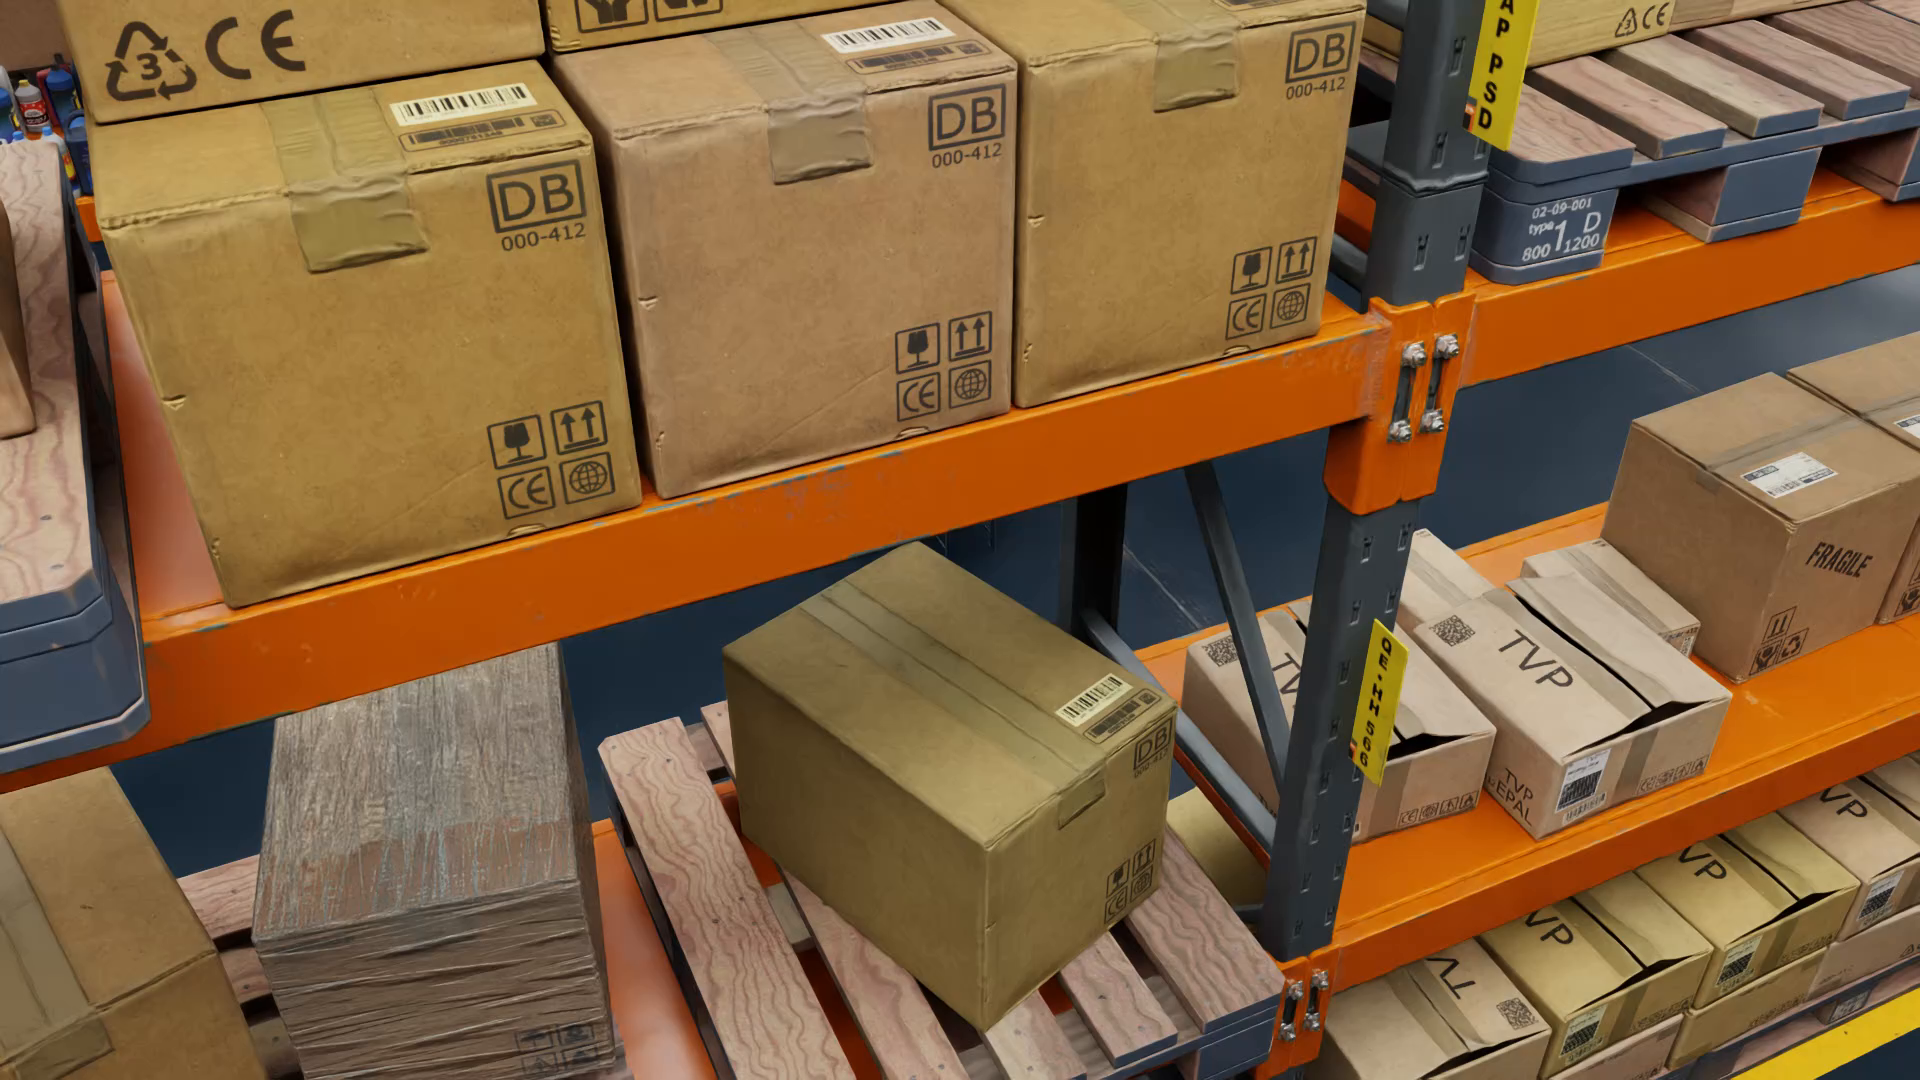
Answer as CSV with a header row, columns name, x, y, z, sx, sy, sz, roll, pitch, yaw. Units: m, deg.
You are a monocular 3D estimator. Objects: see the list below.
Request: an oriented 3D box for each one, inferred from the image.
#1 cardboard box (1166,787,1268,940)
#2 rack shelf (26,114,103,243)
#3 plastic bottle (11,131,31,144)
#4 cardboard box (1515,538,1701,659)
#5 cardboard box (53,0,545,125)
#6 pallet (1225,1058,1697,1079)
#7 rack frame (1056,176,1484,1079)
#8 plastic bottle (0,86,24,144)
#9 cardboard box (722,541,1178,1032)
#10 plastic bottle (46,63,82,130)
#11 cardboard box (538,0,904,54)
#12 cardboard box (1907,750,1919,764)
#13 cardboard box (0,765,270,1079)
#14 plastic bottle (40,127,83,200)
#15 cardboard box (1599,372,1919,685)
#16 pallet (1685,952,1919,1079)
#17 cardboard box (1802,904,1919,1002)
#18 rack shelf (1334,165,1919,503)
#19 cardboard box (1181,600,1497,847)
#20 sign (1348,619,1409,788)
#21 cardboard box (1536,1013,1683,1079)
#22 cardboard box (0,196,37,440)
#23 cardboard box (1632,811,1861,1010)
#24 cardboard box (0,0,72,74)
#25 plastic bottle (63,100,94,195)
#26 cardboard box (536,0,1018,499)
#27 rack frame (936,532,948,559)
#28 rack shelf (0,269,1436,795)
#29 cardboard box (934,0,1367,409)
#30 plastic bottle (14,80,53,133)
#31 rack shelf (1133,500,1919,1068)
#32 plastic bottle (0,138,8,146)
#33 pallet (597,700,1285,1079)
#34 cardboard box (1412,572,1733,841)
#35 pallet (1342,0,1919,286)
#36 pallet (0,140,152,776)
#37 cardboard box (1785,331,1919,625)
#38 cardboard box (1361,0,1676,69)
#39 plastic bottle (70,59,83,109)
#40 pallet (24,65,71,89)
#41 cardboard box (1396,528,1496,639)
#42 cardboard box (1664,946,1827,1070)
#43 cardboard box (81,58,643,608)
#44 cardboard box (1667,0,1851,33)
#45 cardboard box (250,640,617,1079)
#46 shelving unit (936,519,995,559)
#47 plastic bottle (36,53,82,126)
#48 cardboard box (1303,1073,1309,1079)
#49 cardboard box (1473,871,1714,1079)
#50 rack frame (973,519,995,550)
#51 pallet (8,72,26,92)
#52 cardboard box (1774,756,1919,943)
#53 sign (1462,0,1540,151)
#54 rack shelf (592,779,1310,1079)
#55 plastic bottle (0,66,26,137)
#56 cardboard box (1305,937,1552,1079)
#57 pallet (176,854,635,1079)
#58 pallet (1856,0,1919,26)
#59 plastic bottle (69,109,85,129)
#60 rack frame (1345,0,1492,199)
name,x,y,z,sx,sy,sz,roll,pitch,yaw
cardboard box,0.865,0.878,4.533,0.500,0.311,0.500,-15,39,-19
rack shelf,-3.416,-1.444,6.783,4.000,0.370,1.077,-16,39,-20
plastic bottle,-3.481,-1.395,6.220,0.097,0.271,0.097,0,37,0
cardboard box,1.626,0.181,4.199,0.250,0.149,0.380,-13,38,-17
cardboard box,-0.825,-0.848,1.935,0.500,0.500,0.500,-16,39,-20
pallet,1.257,1.365,4.732,1.213,0.211,1.003,-16,39,-20
rack frame,0.496,0.433,3.649,0.127,3.000,1.000,-16,39,-20
plastic bottle,-3.818,-1.700,6.632,0.097,0.271,0.097,0,37,0
cardboard box,-0.027,0.444,3.197,0.500,0.500,0.700,-30,46,-34
plastic bottle,-3.648,-1.807,6.777,0.097,0.271,0.097,0,37,0
cardboard box,-0.364,-0.978,2.109,0.500,0.500,0.500,-16,39,-20
cardboard box,2.951,0.648,4.843,0.500,0.311,0.500,-16,39,-20
cardboard box,-1.552,0.756,2.776,0.500,0.500,0.700,-26,44,-31
plastic bottle,-3.393,-1.419,6.254,0.097,0.271,0.097,0,37,0
cardboard box,2.008,-0.041,4.203,0.500,0.500,0.500,-18,40,-22
pallet,2.360,1.059,5.145,1.213,0.211,1.003,-16,39,-20
cardboard box,2.482,1.002,4.836,0.500,0.250,0.500,-15,39,-19
rack shelf,2.306,-0.989,3.652,4.000,0.370,1.077,-16,39,-20
cardboard box,0.844,0.400,3.767,0.500,0.311,0.500,-13,39,-17
sign,0.735,0.290,2.936,0.005,0.325,0.100,-16,39,-20
cardboard box,1.549,1.267,4.480,0.500,0.250,0.500,-17,40,-21
cardboard box,-1.432,-0.435,1.781,0.600,0.600,0.600,-17,40,-22
cardboard box,2.029,0.904,4.498,0.500,0.311,0.500,-17,40,-21
cardboard box,-5.952,-3.613,10.534,0.875,0.875,1.225,-17,40,-21
plastic bottle,-3.275,-1.499,6.295,0.185,0.351,0.144,-16,39,-20
cardboard box,-0.347,-0.554,2.378,0.500,0.500,0.910,-16,39,-20
rack frame,-0.099,-0.334,6.444,0.006,0.900,0.240,-16,39,-20
rack shelf,-1.315,0.023,2.287,4.000,0.370,1.077,-16,39,-20
cardboard box,0.115,-0.683,2.552,0.500,0.500,0.910,-16,39,-20
plastic bottle,-3.795,-1.778,6.796,0.097,0.201,0.097,0,37,0
rack shelf,2.306,0.216,4.545,4.000,0.370,1.077,-16,39,-20
plastic bottle,-3.597,-1.382,6.199,0.135,0.276,0.152,-16,39,-20
pallet,-0.088,0.719,3.423,1.003,0.211,1.213,-16,39,-20
cardboard box,1.388,0.347,3.839,0.500,0.311,0.500,-16,39,-20
pallet,1.072,-0.916,3.108,1.003,0.211,1.213,-14,39,-18
pallet,-1.568,-0.075,1.974,1.003,0.211,1.213,-16,39,-20
cardboard box,2.484,-0.174,4.383,0.500,0.500,0.500,-16,39,-20
cardboard box,0.882,-1.026,2.870,0.500,0.250,0.500,-19,40,-23
plastic bottle,-3.536,-1.895,6.828,0.185,0.351,0.144,-16,39,-20
pallet,-5.559,-3.325,11.056,1.213,0.211,1.003,-16,39,-20
cardboard box,1.192,0.157,4.231,0.250,0.149,0.380,-16,39,-20
cardboard box,2.017,1.132,4.662,0.500,0.250,0.500,-17,40,-21
cardboard box,-0.817,-0.423,2.200,0.500,0.500,0.910,-16,39,-20
cardboard box,1.349,-1.168,3.062,0.500,0.250,0.500,-15,39,-19
cardboard box,-0.936,0.573,3.023,0.500,0.500,0.700,-9,37,-11
shelving unit,-0.007,-0.359,6.479,0.210,0.900,0.258,-16,39,-20
plastic bottle,-3.698,-1.850,6.824,0.133,0.283,0.061,-16,39,-20
cardboard box,1.095,1.394,4.308,0.500,0.250,0.500,-16,39,-20
cardboard box,1.567,1.032,4.326,0.500,0.311,0.500,-17,40,-21
rack frame,0.085,-0.385,6.514,0.006,0.900,0.240,-16,39,-20
pallet,-6.665,-3.014,10.636,1.213,0.211,1.003,-16,39,-20
cardboard box,2.494,0.773,4.674,0.500,0.311,0.500,-16,39,-21
sign,0.724,-0.686,2.206,0.005,0.325,0.100,-16,39,-20
rack shelf,-1.315,1.228,3.180,4.000,0.370,1.077,-16,39,-20
plastic bottle,-3.888,-1.764,6.715,0.135,0.276,0.152,-16,39,-20
cardboard box,1.095,1.169,4.141,0.500,0.311,0.500,-14,39,-18
pallet,-1.263,1.005,3.039,1.213,0.211,1.003,-16,39,-20
pallet,2.083,-1.201,3.492,1.213,0.211,1.003,-14,39,-18
plastic bottle,-3.366,-1.522,6.392,0.097,0.271,0.097,0,37,0
rack frame,0.496,-1.977,1.861,0.127,3.000,1.000,-16,39,-20
